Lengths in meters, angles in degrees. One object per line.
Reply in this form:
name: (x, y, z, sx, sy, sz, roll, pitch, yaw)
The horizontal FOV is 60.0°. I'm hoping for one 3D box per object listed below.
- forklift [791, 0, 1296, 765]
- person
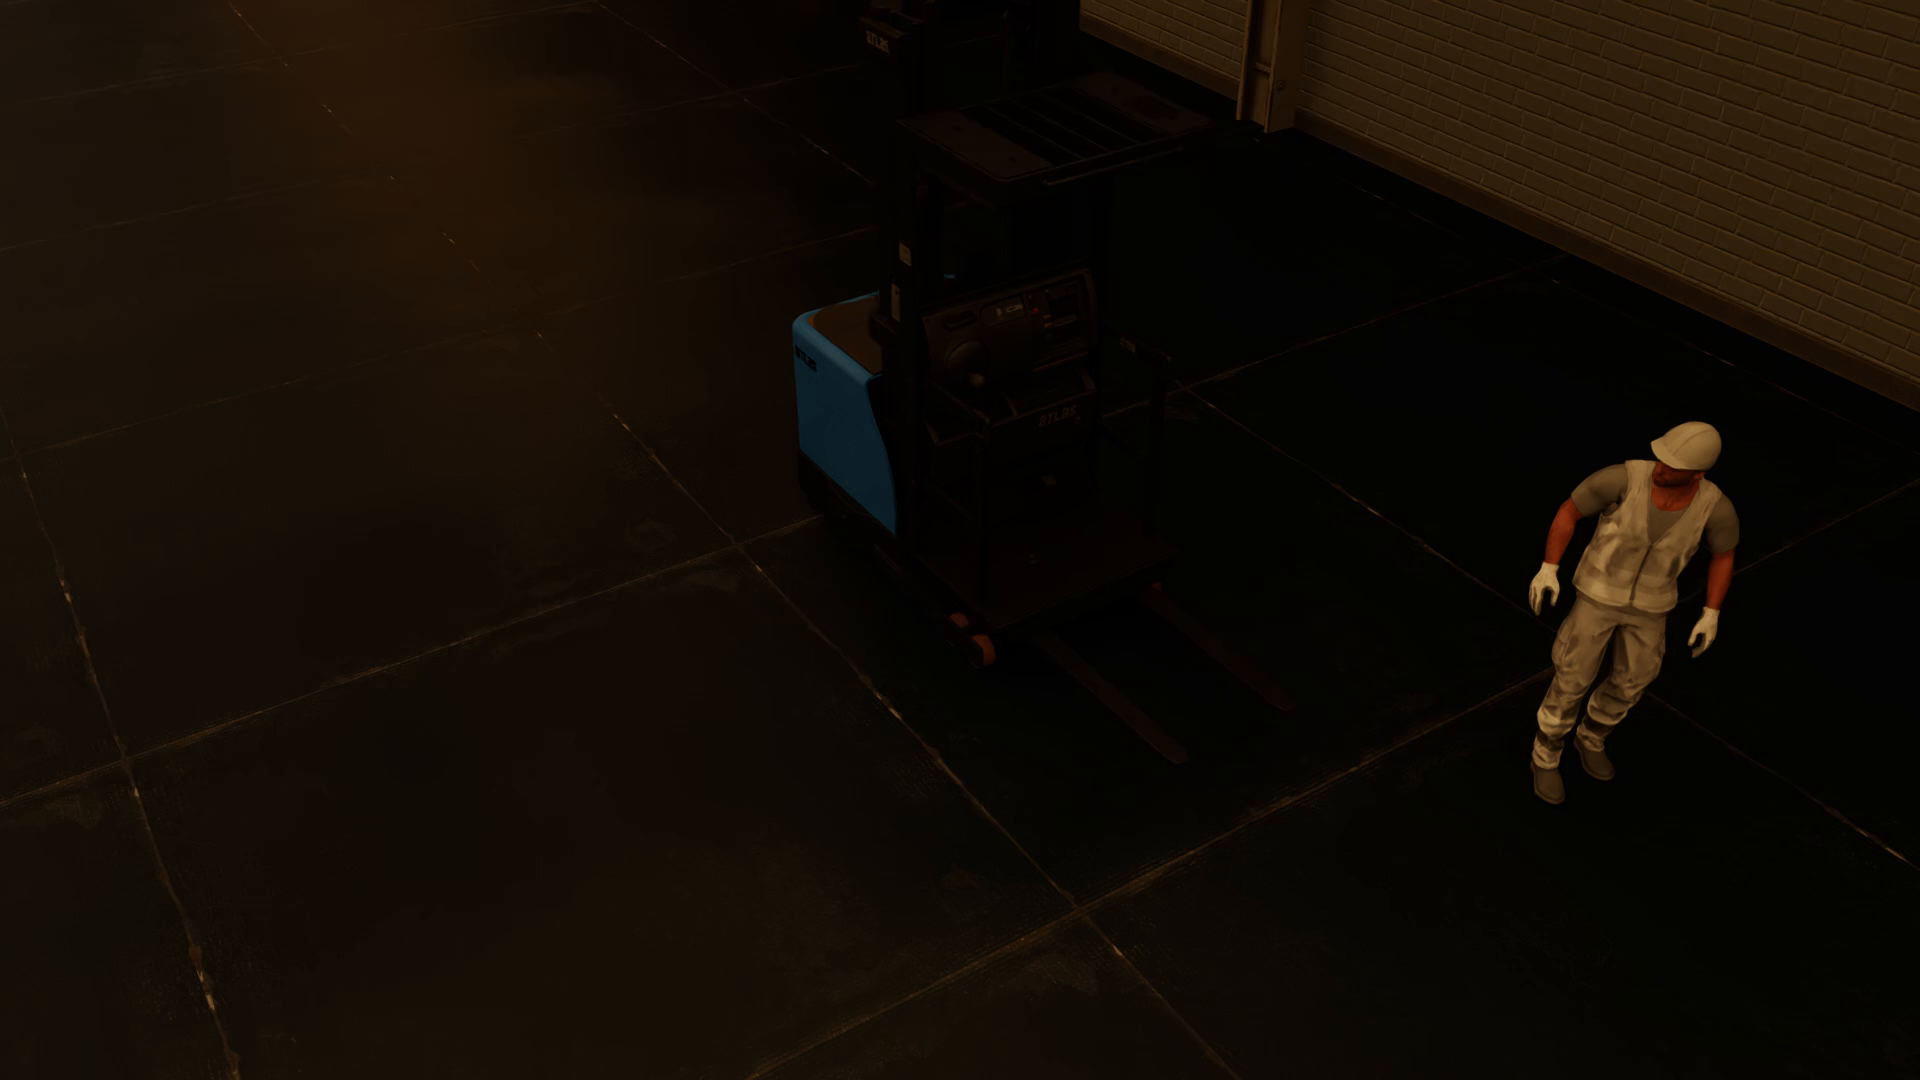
forklift: (0.358, -0.907, 7.439, 1.130, 2.935, 3.031, -21, 40, -27)
person: (2.701, 0.294, 6.738, 0.757, 1.772, 0.505, 5, 35, 8)
